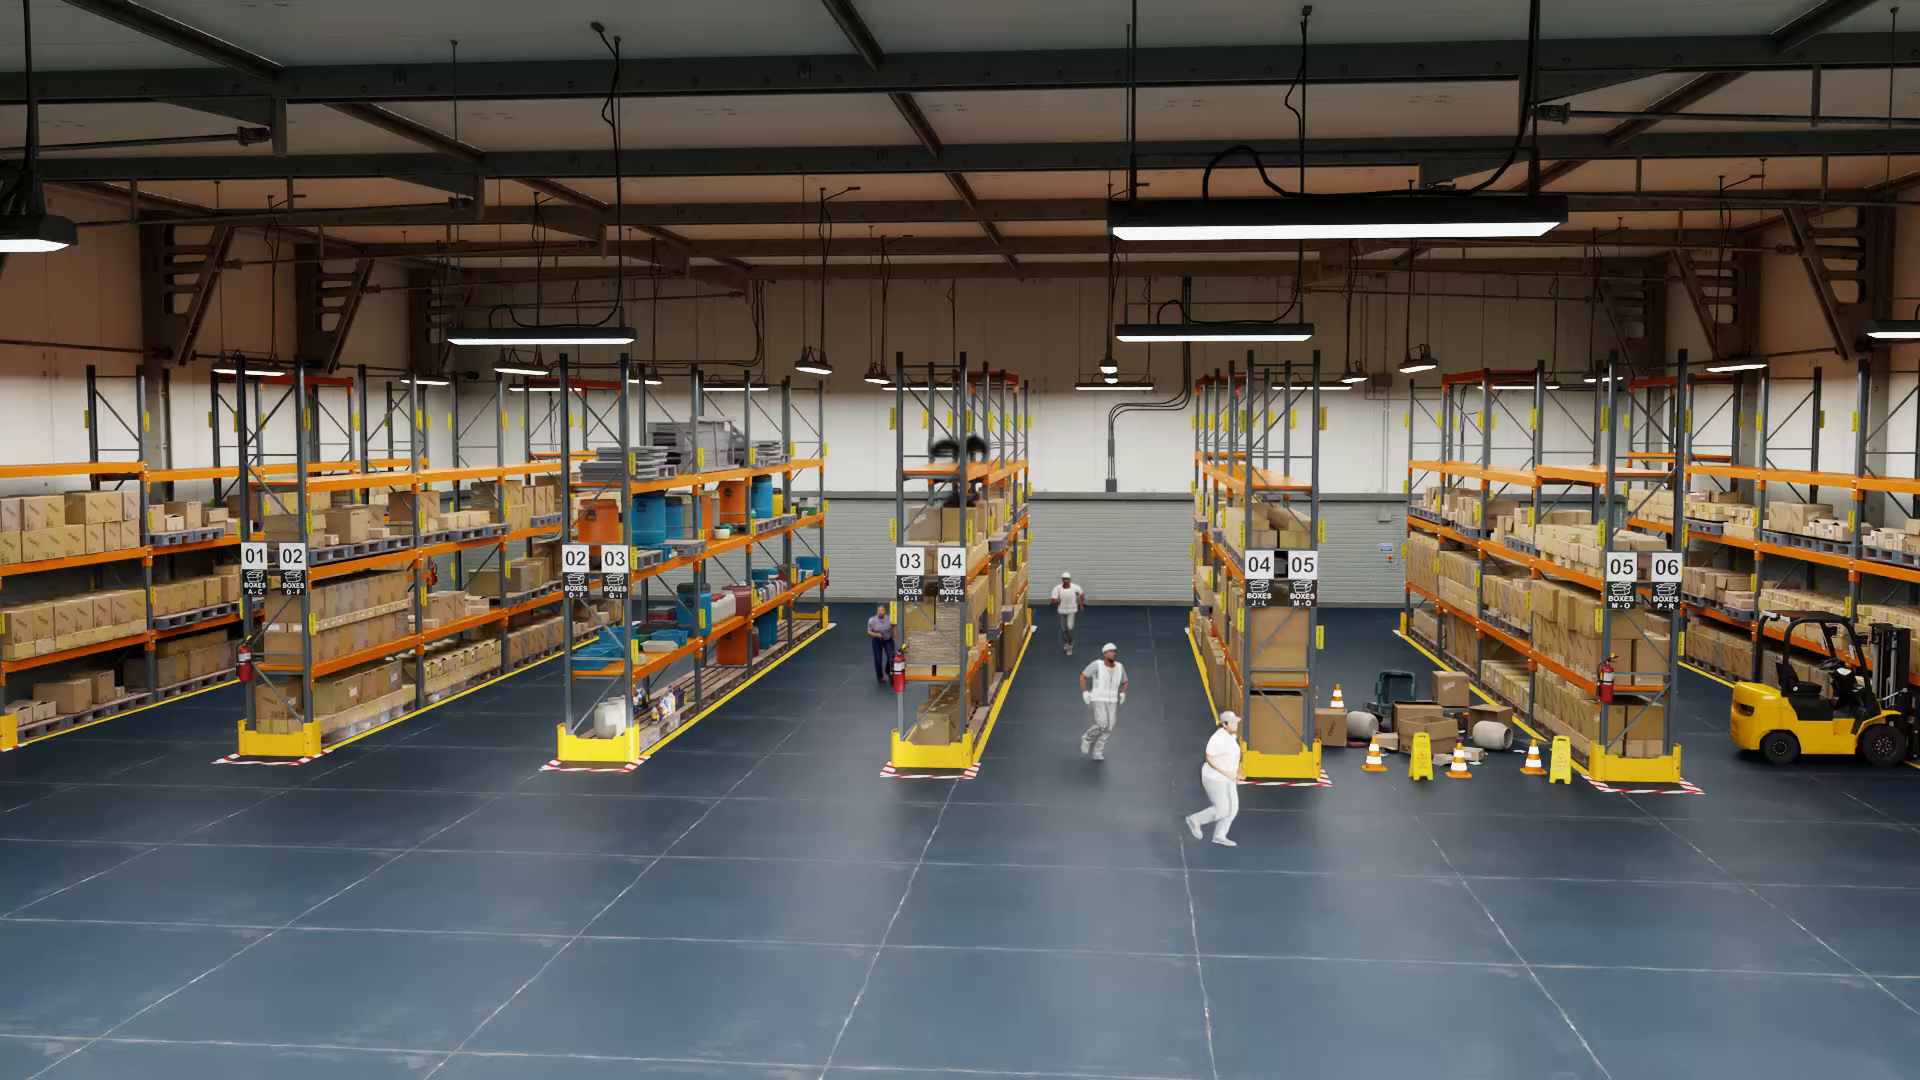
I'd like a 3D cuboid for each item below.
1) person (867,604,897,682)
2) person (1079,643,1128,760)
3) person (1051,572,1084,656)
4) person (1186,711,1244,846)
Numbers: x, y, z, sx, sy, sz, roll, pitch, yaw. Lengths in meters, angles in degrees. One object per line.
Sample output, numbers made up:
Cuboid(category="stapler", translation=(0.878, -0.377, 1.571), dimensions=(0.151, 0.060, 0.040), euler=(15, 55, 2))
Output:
Cuboid(category="person", translation=(-1.465, 1.980, 31.708), dimensions=(0.606, 1.541, 0.829), euler=(0, 4, -4))
Cuboid(category="person", translation=(2.179, 2.394, 24.662), dimensions=(0.730, 1.721, 0.561), euler=(-2, 5, -29))
Cuboid(category="person", translation=(2.298, 1.588, 35.728), dimensions=(0.670, 1.812, 0.829), euler=(1, 4, 12))
Cuboid(category="person", translation=(3.034, 2.814, 19.710), dimensions=(0.652, 1.614, 0.608), euler=(3, 5, 34))
